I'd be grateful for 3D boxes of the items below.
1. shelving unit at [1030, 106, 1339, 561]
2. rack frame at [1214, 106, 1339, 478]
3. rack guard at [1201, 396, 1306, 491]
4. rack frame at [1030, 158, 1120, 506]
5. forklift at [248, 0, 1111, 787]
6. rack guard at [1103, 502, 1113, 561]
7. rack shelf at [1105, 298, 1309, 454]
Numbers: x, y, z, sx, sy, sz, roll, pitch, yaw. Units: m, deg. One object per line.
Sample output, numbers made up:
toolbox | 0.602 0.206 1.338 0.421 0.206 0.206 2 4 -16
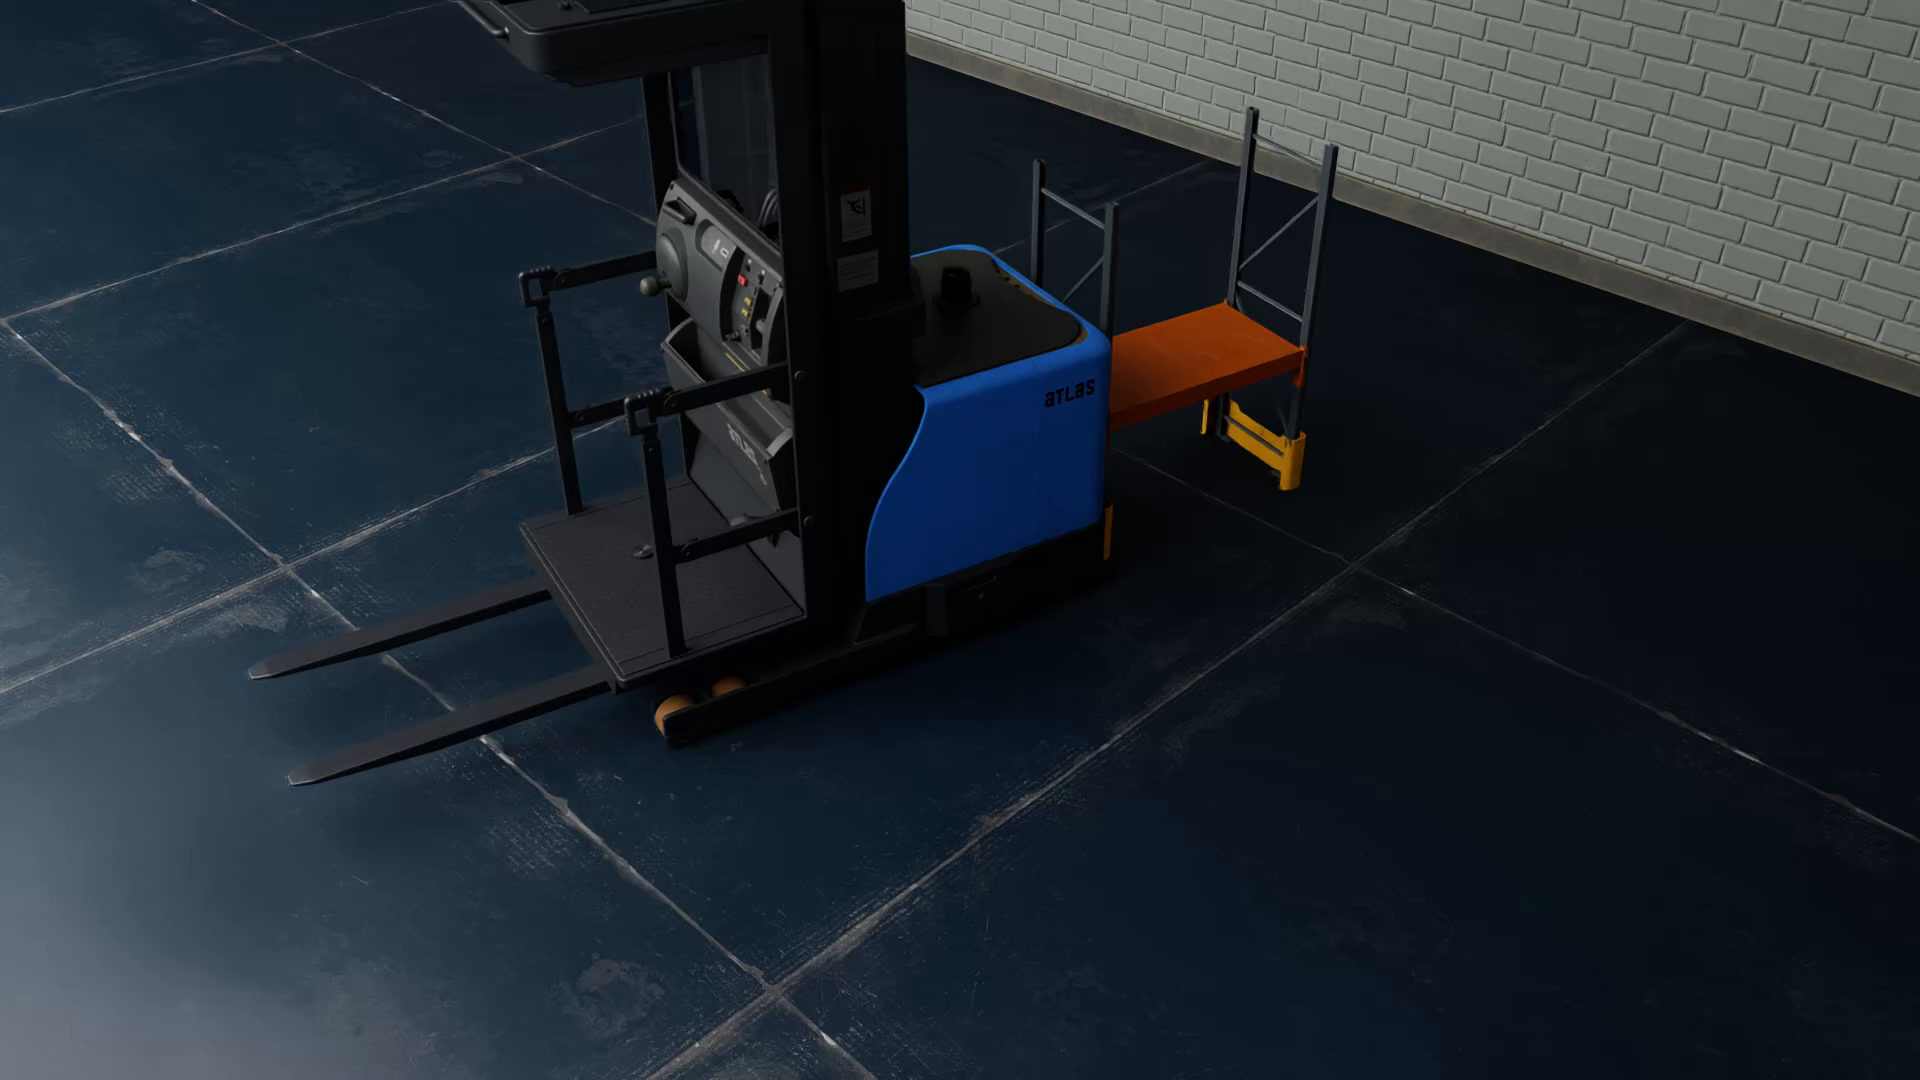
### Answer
shelving unit | 0.840 -0.823 6.619 1.083 1.500 0.587 -20 39 -26
rack frame | 1.280 -0.979 6.843 0.032 1.500 0.500 -20 39 -26
rack guard | 1.263 -0.461 7.192 0.087 0.250 0.587 -20 39 -26
rack frame | 0.416 -0.673 6.403 0.032 1.500 0.500 -20 39 -26
forklift | -0.975 -0.847 5.403 3.031 2.935 1.130 -19 39 -25
rack guard | 0.417 -0.160 6.762 0.087 0.250 0.587 -20 39 -26
rack shelf | 0.848 -0.679 6.726 1.000 0.185 0.538 -20 39 -26
